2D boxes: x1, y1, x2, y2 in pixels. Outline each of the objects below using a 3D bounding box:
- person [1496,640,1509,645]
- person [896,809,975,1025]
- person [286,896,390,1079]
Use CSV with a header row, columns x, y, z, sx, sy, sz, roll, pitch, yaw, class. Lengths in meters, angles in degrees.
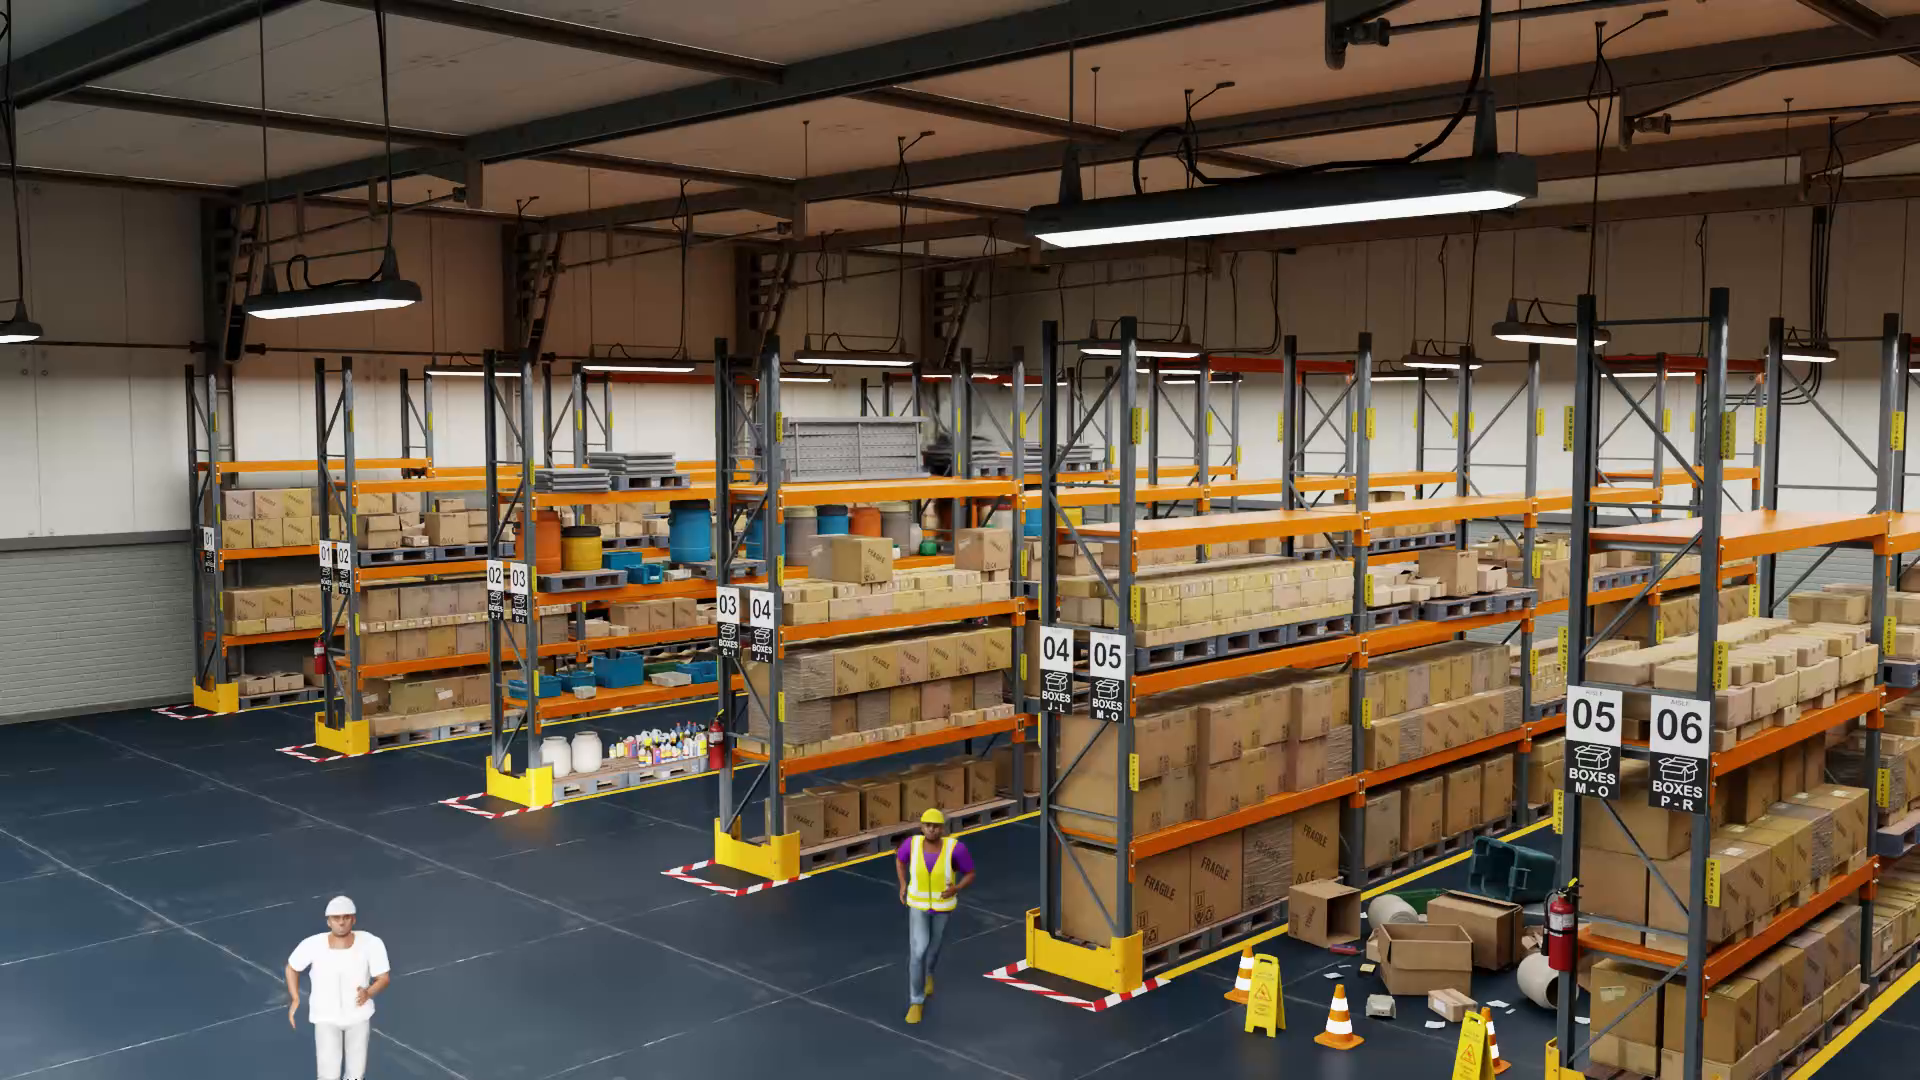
x,y,z,sx,sy,sz,roll,pitch,yaw,class
8.099,2.377,24.957,0.660,1.752,0.624,-4,6,-44,person
-0.213,3.186,14.395,0.692,1.806,0.833,0,4,0,person
-4.367,3.386,11.732,0.679,1.740,0.678,-2,5,-25,person
